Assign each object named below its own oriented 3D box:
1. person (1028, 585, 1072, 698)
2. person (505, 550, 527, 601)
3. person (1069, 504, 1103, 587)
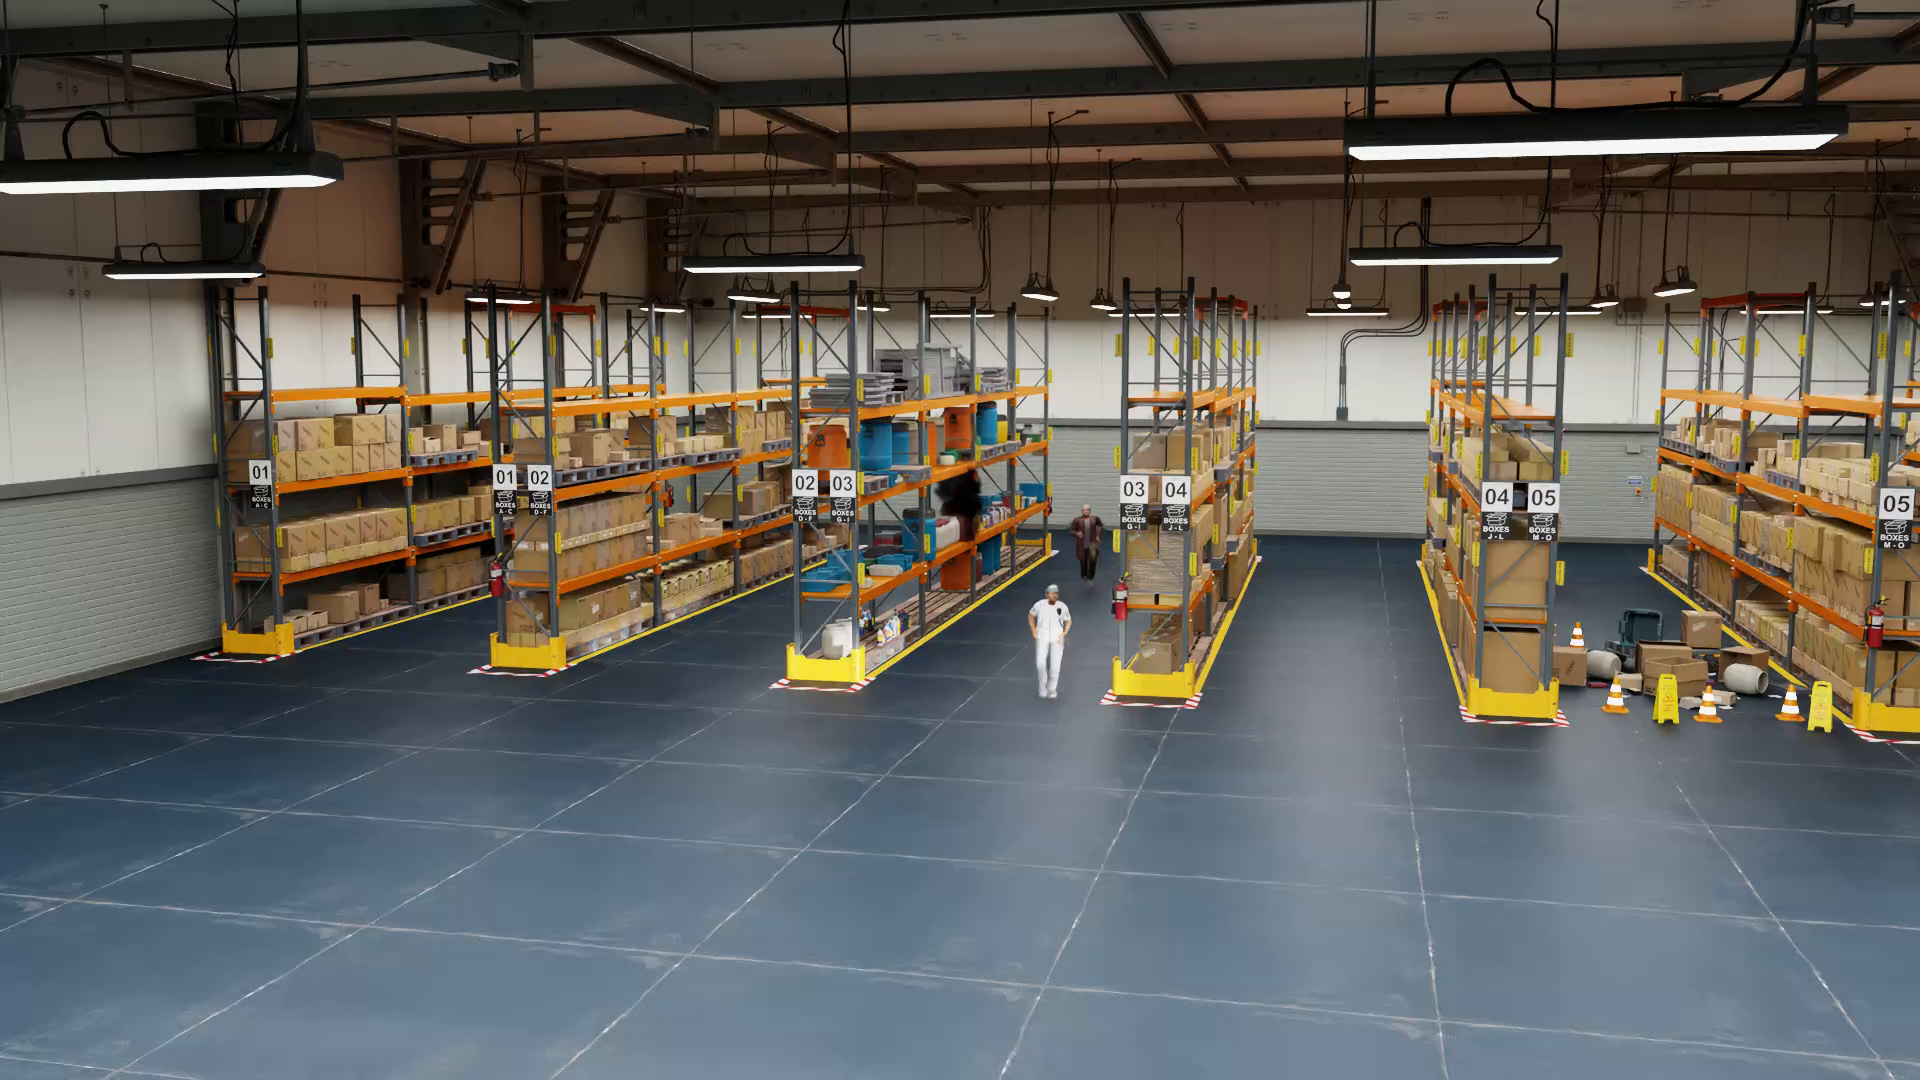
[{"bbox_3d":[1.290,1.453,23.873,0.625,1.636,0.600,0,7,3],"label":"person"},{"bbox_3d":[-7.760,0.883,29.133,0.524,1.544,0.537,1,7,10],"label":"person"},{"bbox_3d":[2.570,0.096,33.902,0.697,1.668,0.966,0,7,4],"label":"person"}]
